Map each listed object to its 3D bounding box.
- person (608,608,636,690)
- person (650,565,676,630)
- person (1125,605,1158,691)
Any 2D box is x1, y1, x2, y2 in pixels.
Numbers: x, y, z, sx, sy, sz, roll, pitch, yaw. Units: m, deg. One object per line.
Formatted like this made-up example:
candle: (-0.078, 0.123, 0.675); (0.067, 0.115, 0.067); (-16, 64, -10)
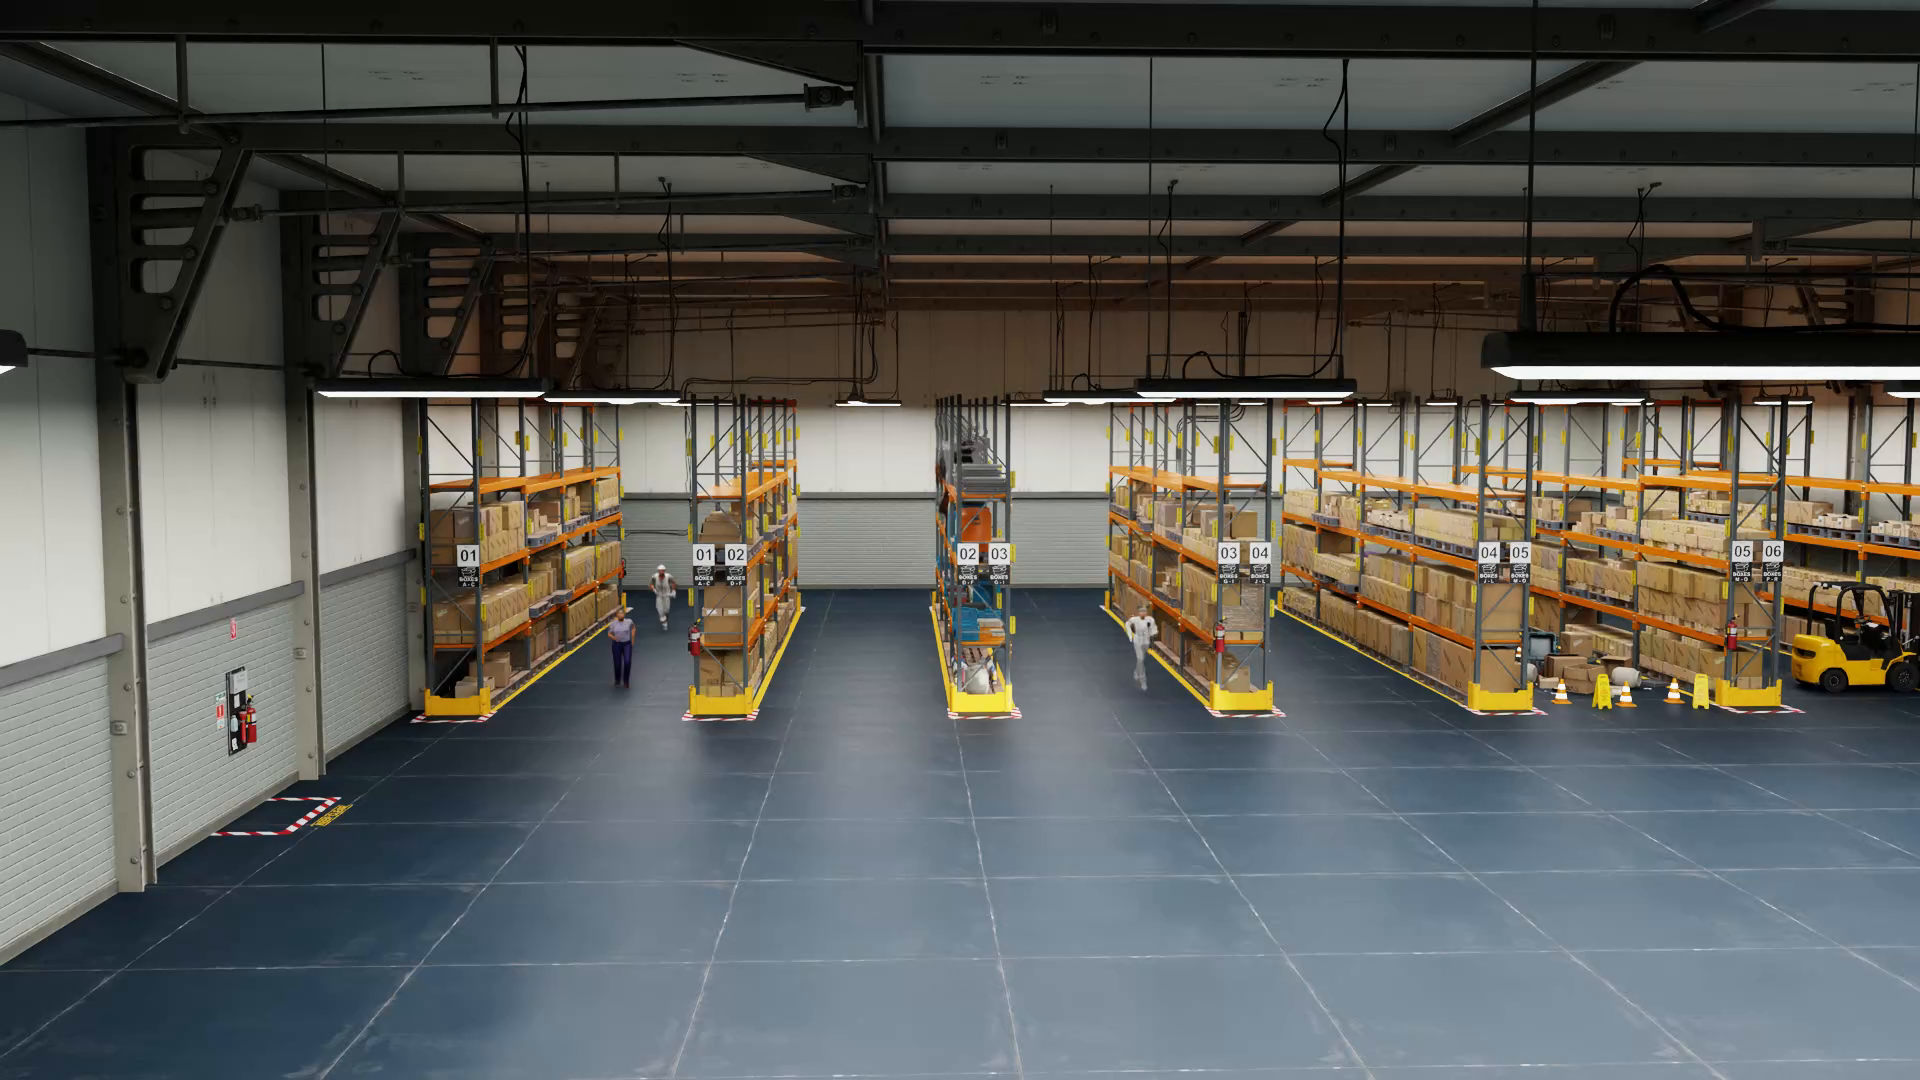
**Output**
person: (-6.950, 2.235, 34.156); (0.555, 1.697, 0.760); (-1, 5, -9)
person: (-7.737, 1.485, 43.259); (0.641, 1.711, 0.743); (0, 4, 0)
person: (3.668, 2.121, 33.610); (0.614, 1.703, 0.986); (-1, 5, -9)
